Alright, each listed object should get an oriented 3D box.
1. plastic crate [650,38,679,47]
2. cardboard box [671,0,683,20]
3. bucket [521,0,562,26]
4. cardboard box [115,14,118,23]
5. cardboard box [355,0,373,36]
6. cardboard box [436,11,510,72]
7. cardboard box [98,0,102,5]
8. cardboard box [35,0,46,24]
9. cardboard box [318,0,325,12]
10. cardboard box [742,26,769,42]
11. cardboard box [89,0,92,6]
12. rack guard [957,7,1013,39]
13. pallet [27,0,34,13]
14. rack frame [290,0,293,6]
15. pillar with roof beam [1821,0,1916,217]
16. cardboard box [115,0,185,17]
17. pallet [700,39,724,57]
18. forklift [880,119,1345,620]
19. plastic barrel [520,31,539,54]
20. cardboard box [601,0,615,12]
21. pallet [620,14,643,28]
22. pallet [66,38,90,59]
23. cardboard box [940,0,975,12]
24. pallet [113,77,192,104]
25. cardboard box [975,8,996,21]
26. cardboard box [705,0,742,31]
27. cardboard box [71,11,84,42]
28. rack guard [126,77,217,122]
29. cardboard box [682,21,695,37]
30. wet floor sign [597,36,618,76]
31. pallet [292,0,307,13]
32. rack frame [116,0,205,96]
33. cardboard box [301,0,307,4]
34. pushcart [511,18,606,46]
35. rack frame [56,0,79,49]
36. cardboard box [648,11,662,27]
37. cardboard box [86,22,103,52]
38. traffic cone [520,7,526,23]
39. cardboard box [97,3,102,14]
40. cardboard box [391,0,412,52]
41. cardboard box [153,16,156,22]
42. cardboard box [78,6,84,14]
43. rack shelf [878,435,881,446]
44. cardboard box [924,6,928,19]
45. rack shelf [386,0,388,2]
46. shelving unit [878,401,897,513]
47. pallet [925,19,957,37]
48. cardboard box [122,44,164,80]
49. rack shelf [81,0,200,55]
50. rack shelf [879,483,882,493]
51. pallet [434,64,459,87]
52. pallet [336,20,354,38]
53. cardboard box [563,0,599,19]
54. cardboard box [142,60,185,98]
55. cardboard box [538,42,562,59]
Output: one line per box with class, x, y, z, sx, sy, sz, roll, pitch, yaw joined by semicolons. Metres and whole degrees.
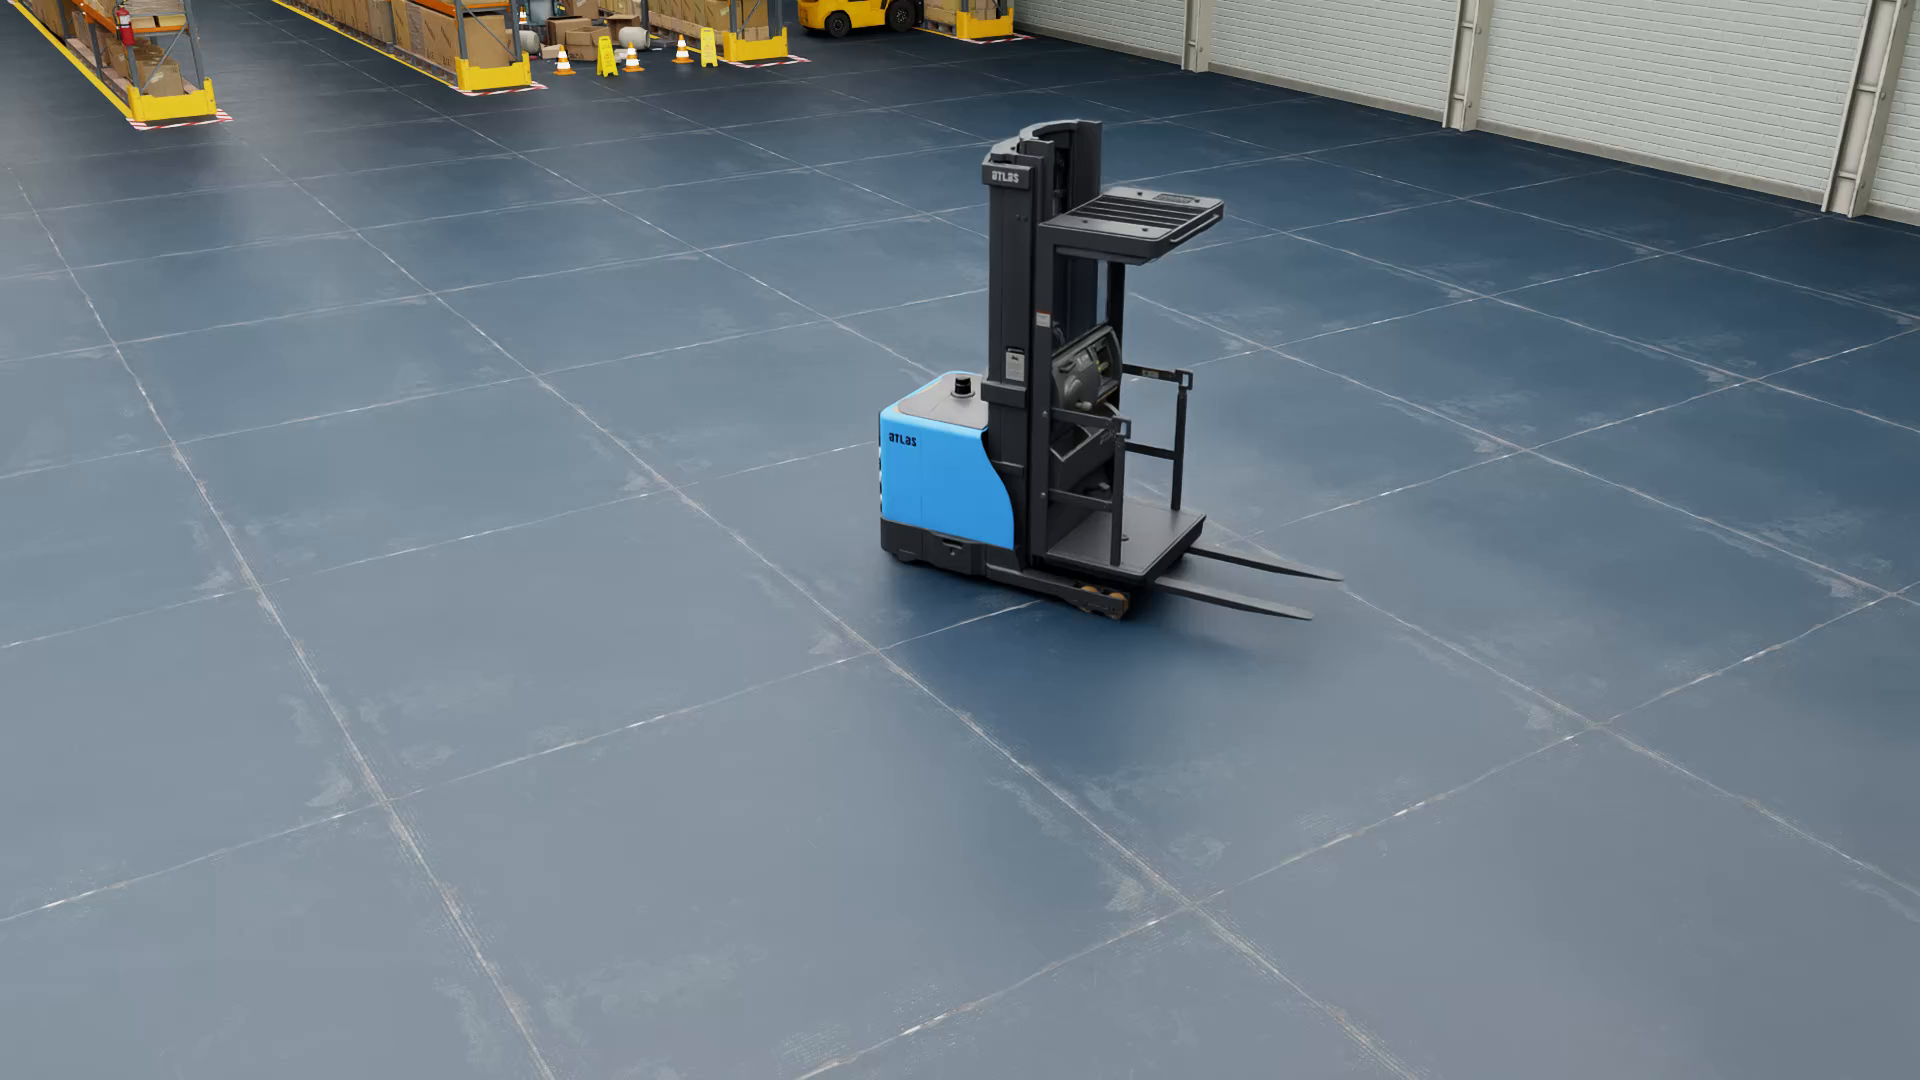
plastic crate;-5.693;-9.496;31.735;0.583;0.080;0.402;18;31;33
cardboard box;-5.183;-10.206;31.670;0.500;0.500;0.500;-14;29;-27
bucket;-7.949;-10.075;31.595;0.726;0.611;0.620;-6;16;-12
cardboard box;-12.627;-7.936;25.305;0.380;0.149;0.250;-16;29;-30
cardboard box;-10.893;-10.099;31.735;1.050;0.750;0.750;-16;29;-30
cardboard box;-8.197;-8.405;28.000;0.875;0.875;0.875;-15;29;-29
cardboard box;-13.133;-8.733;26.233;0.875;0.500;0.500;-16;29;-30
cardboard box;-17.679;-10.807;33.088;1.225;0.875;0.875;-17;30;-31
cardboard box;-12.997;-11.231;34.425;0.500;0.500;0.500;-14;29;-28
cardboard box;-3.888;-9.438;30.921;0.500;0.250;0.500;-16;30;-30
cardboard box;-14.015;-8.824;27.185;0.380;0.149;0.250;-16;29;-30
rack guard;0.491;-10.158;32.644;1.175;0.500;0.348;-16;29;-30
pallet;-19.553;-11.587;36.011;1.003;0.211;1.213;-16;29;-30
rack frame;-14.322;-13.241;36.247;1.000;3.000;0.127;-16;29;-30
pillar with roof beam;7.072;-7.027;16.057;9.100;9.000;0.400;-16;29;-30
cardboard box;-12.260;-8.212;25.129;0.875;0.500;0.500;-16;29;-30
pallet;-4.135;-9.204;30.961;1.003;0.211;1.213;-16;29;-30
forklift;0.992;-1.079;10.566;3.031;2.935;1.130;13;28;26
plastic barrel;-8.051;-9.166;30.634;0.512;0.421;0.421;3;25;6
cardboard box;-6.928;-11.263;34.643;0.950;0.372;0.625;-14;29;-28
pallet;-6.289;-10.587;33.891;1.003;0.211;1.213;-16;29;-30
pallet;-15.924;-9.150;30.847;1.003;0.211;1.213;-16;29;-30
cardboard box;-0.050;-10.571;32.734;0.500;0.250;0.500;-16;30;-30
pallet;-13.100;-7.330;26.993;1.003;0.211;1.213;-16;29;-30
cardboard box;0.373;-10.465;33.095;0.500;0.250;0.500;-15;29;-29
cardboard box;-4.335;-9.650;30.491;0.500;0.500;0.500;-15;29;-29
cardboard box;-15.967;-9.524;30.787;0.700;0.500;0.500;-17;30;-32
rack guard;-12.024;-6.726;25.375;1.175;0.500;0.348;-16;29;-30
cardboard box;-4.913;-9.685;31.443;0.500;0.250;0.500;-17;30;-31
wet floor sign;-6.097;-8.335;28.614;0.267;0.644;0.232;-22;33;-38
pallet;-13.896;-11.702;36.254;1.003;0.211;1.213;-16;29;-30
rack frame;-11.983;-7.829;24.783;1.000;3.000;0.127;-16;29;-30
cardboard box;-13.851;-11.786;35.601;0.500;0.500;0.500;-14;29;-27
pushcart;-7.746;-9.834;32.103;0.936;0.377;1.648;18;31;33
rack frame;-16.350;-10.691;30.845;1.000;3.000;0.127;-16;29;-30
cardboard box;-5.767;-10.242;32.623;0.500;0.250;0.500;-17;30;-32
cardboard box;-15.034;-8.928;29.524;0.700;0.500;0.500;-18;31;-34
traffic cone;-8.709;-10.410;33.222;0.336;0.463;0.334;-16;29;-30
cardboard box;-13.471;-8.466;26.426;0.380;0.149;0.250;-16;29;-30
cardboard box;-9.671;-9.368;30.039;0.875;0.875;0.875;-15;29;-29
cardboard box;-12.183;-8.060;25.566;0.380;0.149;0.250;-16;29;-30
cardboard box;-15.959;-9.866;30.632;0.500;0.250;0.500;-14;29;-28
rack shelf;-0.418;-0.718;11.625;0.200;0.077;0.258;13;28;26
cardboard box;-0.573;-10.699;33.591;0.500;0.250;0.500;-15;29;-29
rack shelf;-11.047;-10.770;31.855;1.077;0.370;4.000;-16;29;-30
shelving unit;-0.418;-0.504;11.726;0.210;0.900;0.258;13;28;26
pallet;0.025;-10.300;33.283;1.003;0.211;1.213;-16;29;-30
cardboard box;-13.258;-7.760;27.073;0.500;0.500;0.500;-19;31;-34
rack shelf;-13.074;-8.219;26.452;1.077;0.370;4.000;-16;29;-30
rack shelf;-0.418;-0.393;11.779;0.200;0.077;0.258;13;28;26
pallet;-8.274;-7.956;28.318;1.003;0.211;1.213;-16;29;-30
pallet;-11.772;-10.250;33.177;1.003;0.211;1.213;-16;29;-30
cardboard box;-7.338;-10.356;32.177;0.500;0.500;0.500;-16;29;-30
cardboard box;-12.309;-7.116;25.709;0.500;0.500;0.500;-10;27;-20
cardboard box;-7.474;-8.958;30.377;0.396;0.266;0.258;-10;27;-21
